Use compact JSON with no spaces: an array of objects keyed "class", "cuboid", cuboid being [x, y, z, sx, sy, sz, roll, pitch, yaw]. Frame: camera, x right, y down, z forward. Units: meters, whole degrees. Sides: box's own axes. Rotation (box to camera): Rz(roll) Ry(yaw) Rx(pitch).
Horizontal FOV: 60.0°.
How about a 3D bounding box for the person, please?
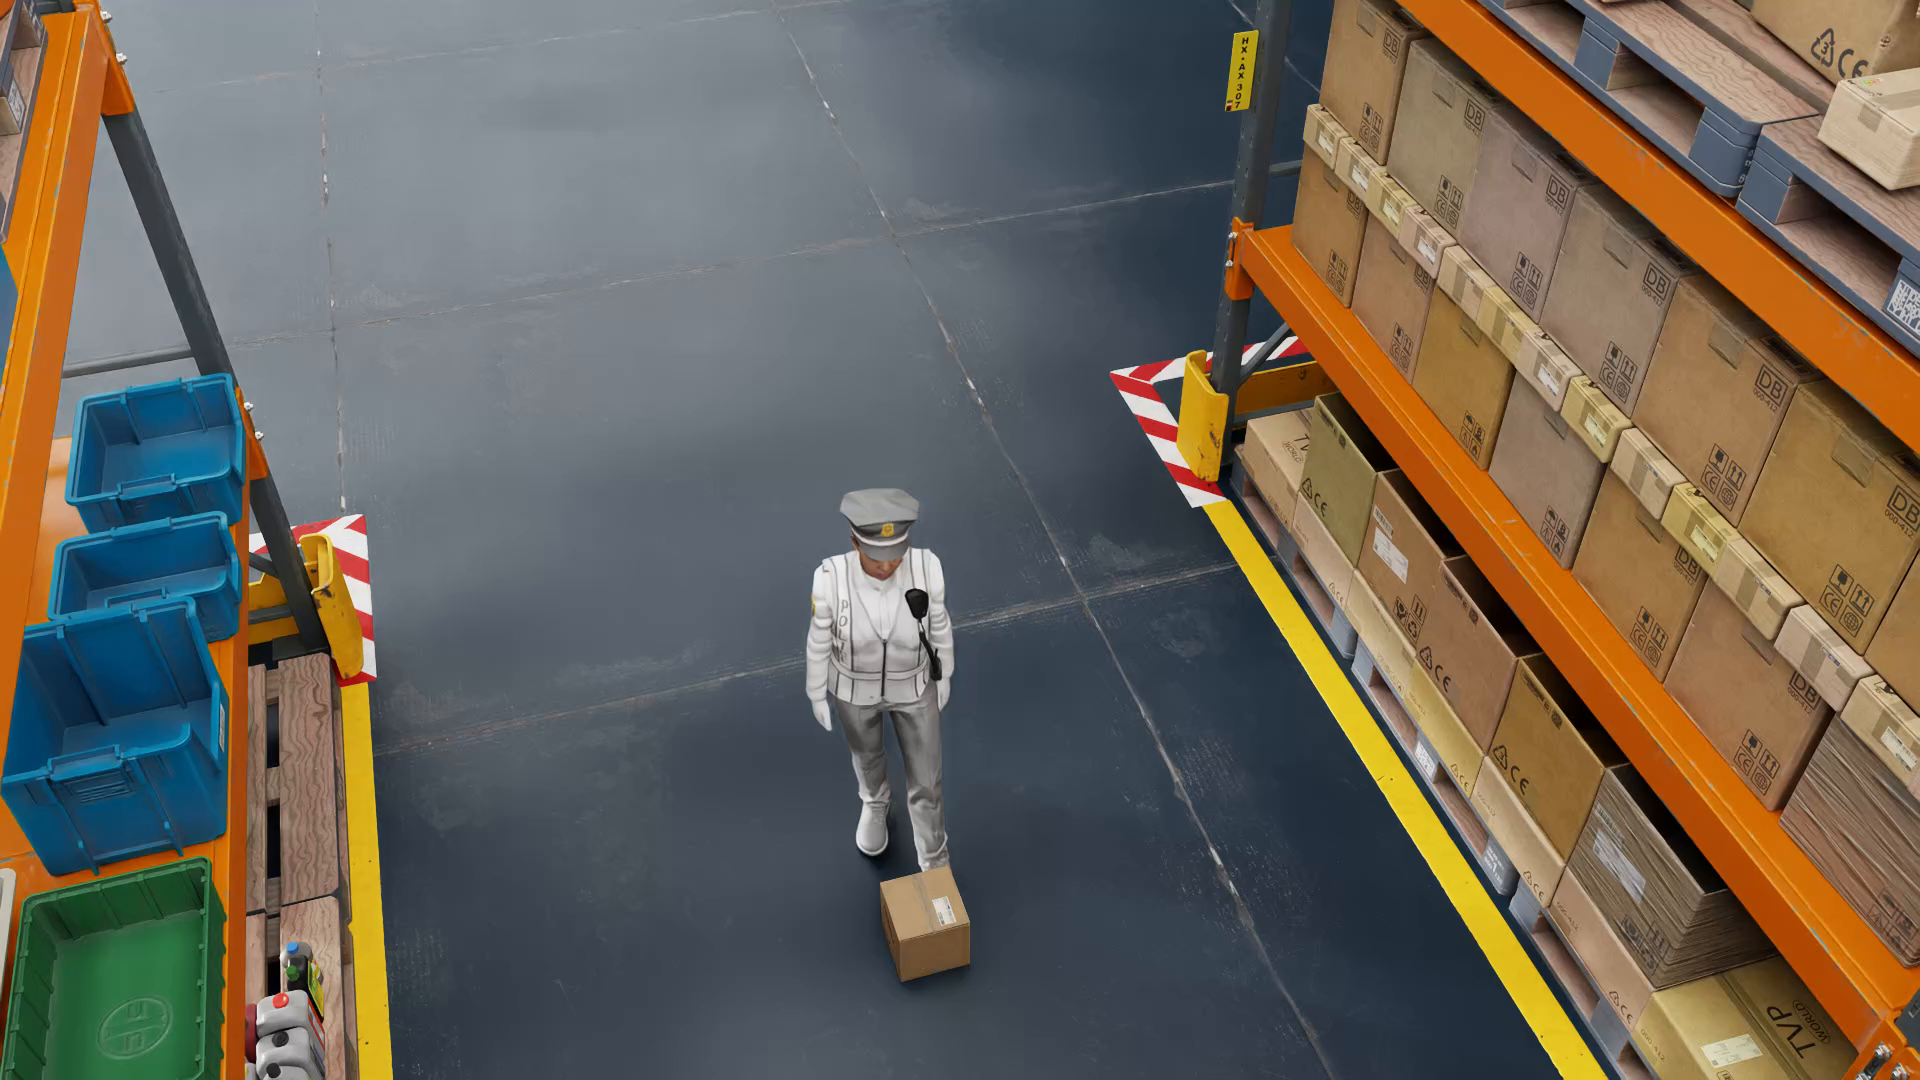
[{"class":"person","cuboid":[-0.258,0.554,5.532,0.504,1.673,0.590,-3,43,-3]}]
